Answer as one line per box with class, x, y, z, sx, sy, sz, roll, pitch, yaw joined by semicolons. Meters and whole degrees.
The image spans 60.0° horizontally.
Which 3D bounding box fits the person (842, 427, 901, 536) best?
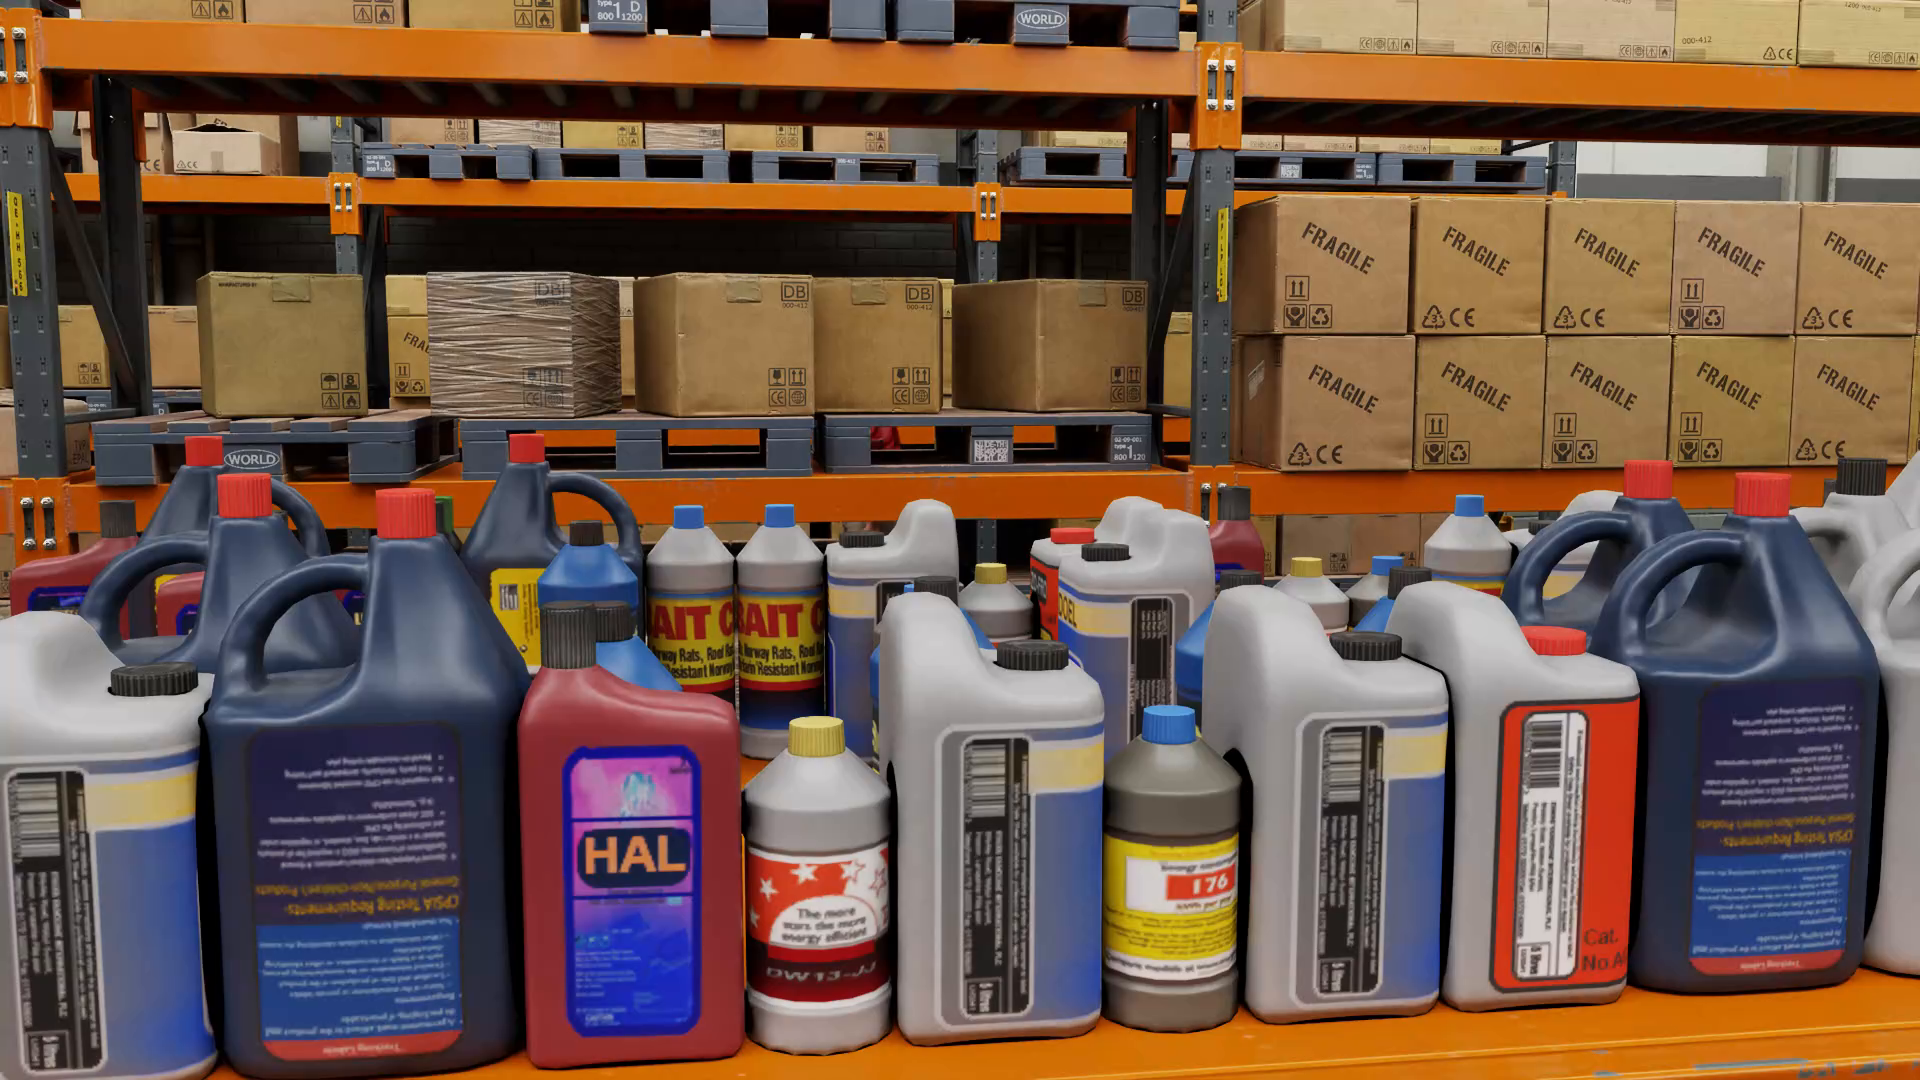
person;-0.485;-0.086;8.546;0.393;1.725;0.593;-1;7;-12
